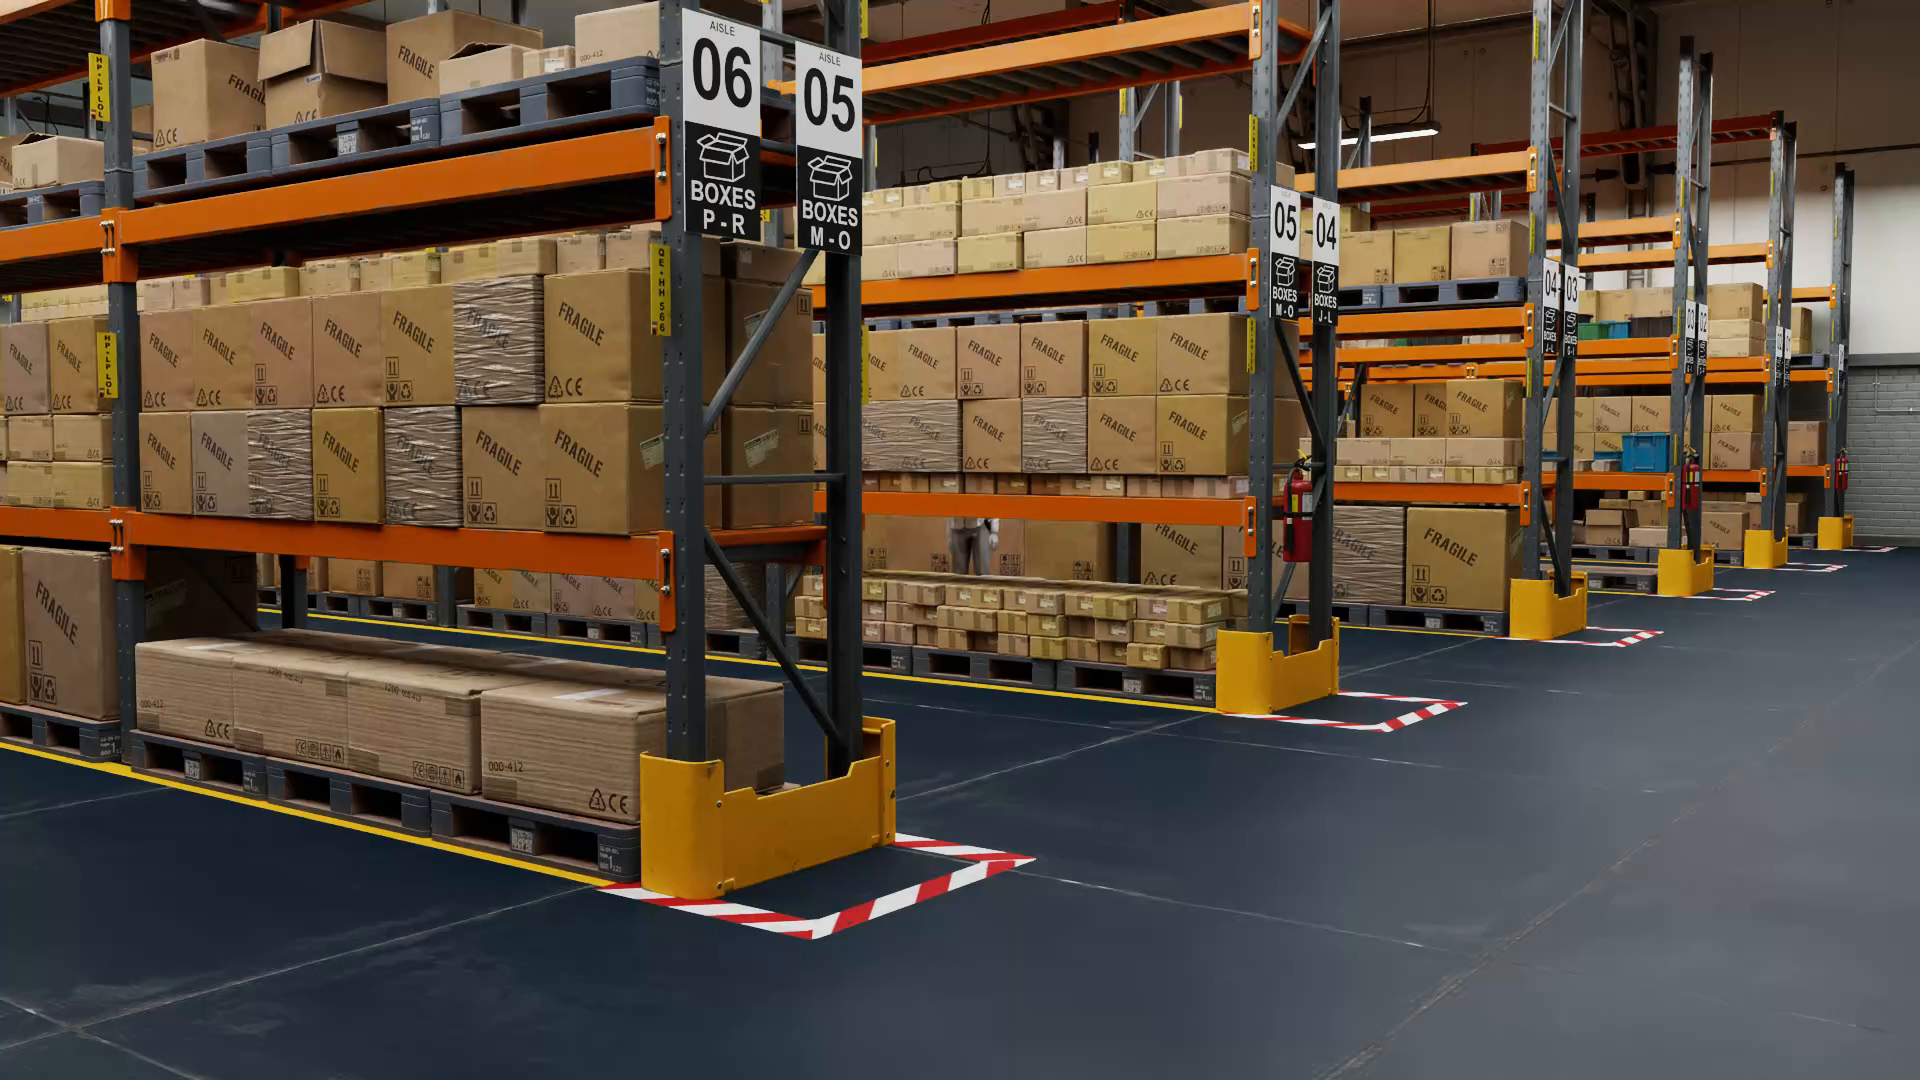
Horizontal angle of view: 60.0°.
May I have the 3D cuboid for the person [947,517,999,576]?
[{"bbox_3d":[0.066,-0.038,14.443,0.516,1.667,0.484,2,4,27],"label":"person"}]
